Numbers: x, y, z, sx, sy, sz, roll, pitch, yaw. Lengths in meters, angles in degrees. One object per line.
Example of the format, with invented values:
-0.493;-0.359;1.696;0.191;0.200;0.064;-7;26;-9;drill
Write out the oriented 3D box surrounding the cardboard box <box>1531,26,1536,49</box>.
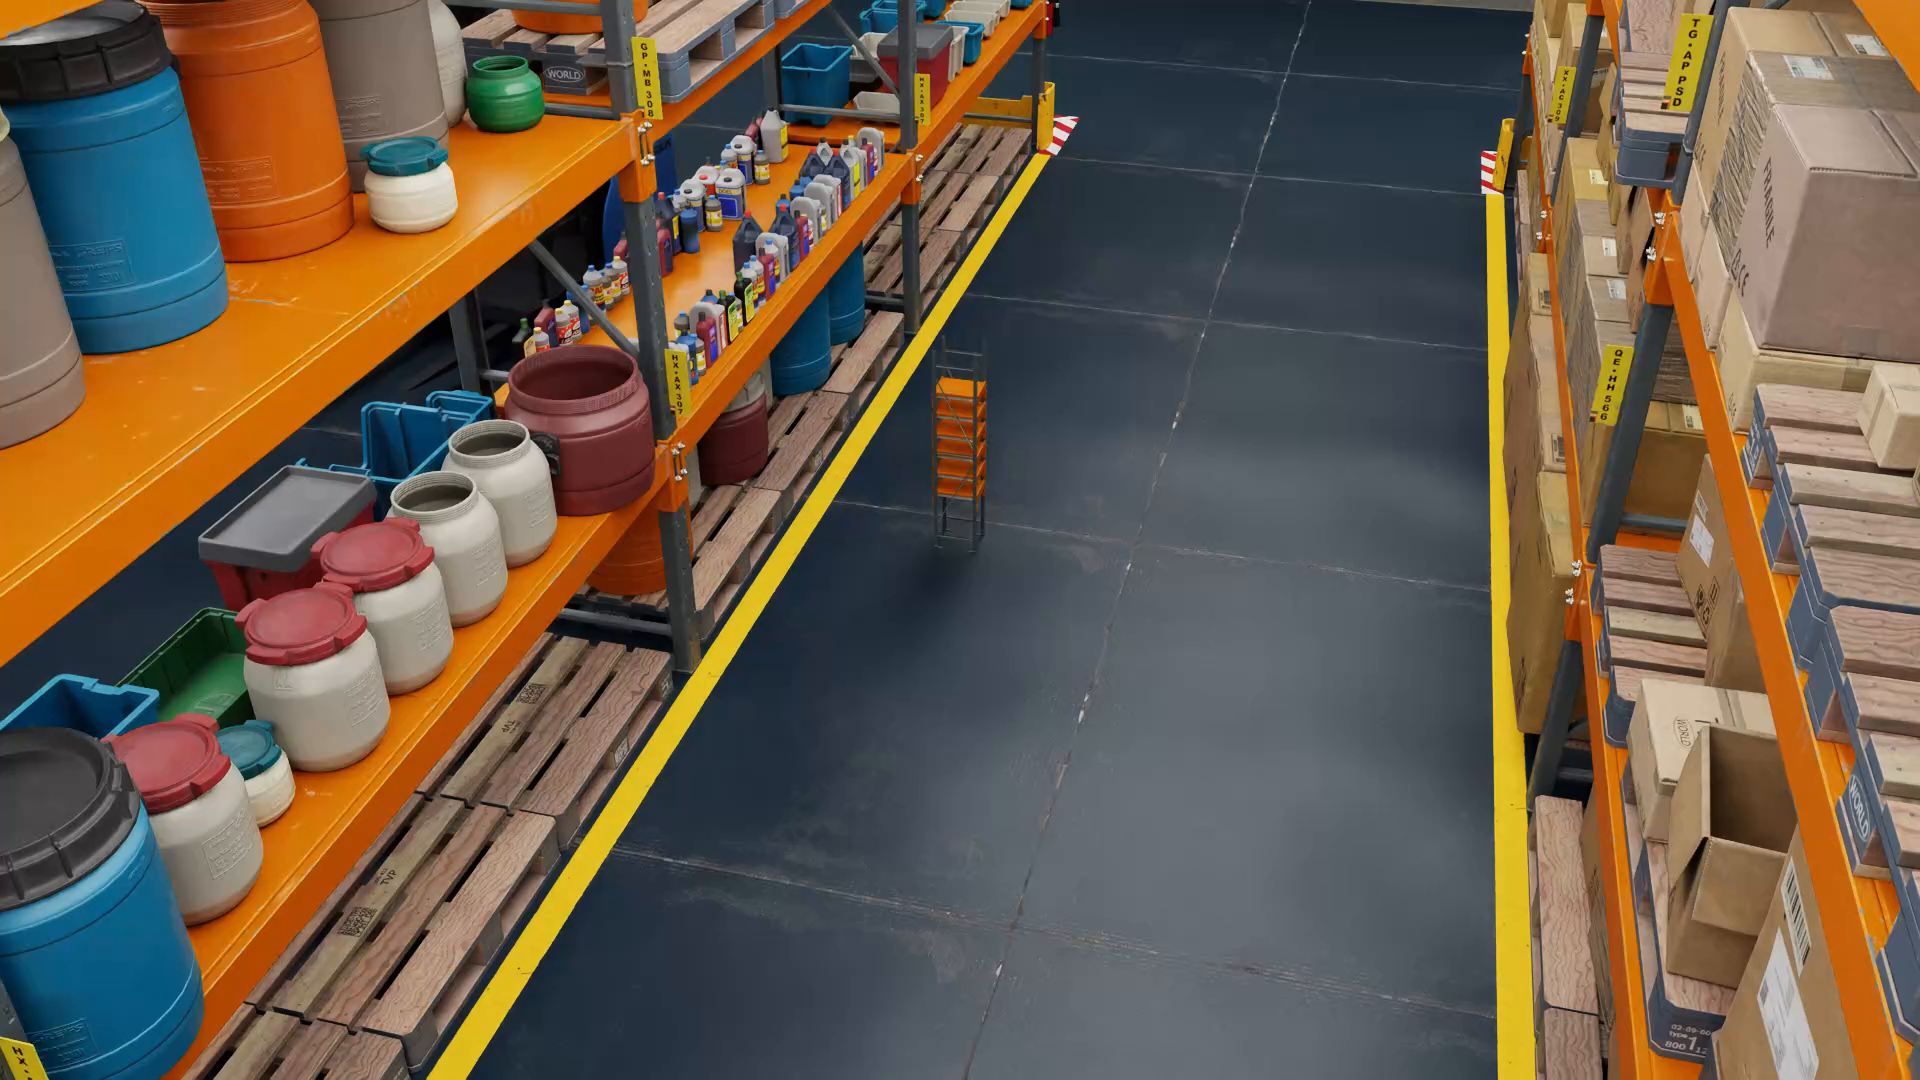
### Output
4.561;-3.796;12.659;0.380;0.149;0.250;8;33;12;cardboard box

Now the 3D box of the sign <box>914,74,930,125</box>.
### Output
-0.240;-2.814;10.623;0.100;0.325;0.005;8;33;12;sign

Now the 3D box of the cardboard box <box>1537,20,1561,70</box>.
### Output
4.395;-3.494;11.812;0.500;0.250;0.500;7;33;11;cardboard box

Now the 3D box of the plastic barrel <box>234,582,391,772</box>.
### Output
-2.161;0.473;5.583;0.433;0.535;0.433;0;32;0;plastic barrel

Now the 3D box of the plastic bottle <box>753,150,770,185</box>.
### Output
-1.225;-2.304;10.263;0.097;0.201;0.097;0;32;0;plastic bottle

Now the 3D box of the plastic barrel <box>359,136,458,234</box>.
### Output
-1.884;-1.213;5.696;0.301;0.262;0.301;0;32;0;plastic barrel

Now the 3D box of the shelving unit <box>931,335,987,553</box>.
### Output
-0.004;-0.499;8.916;0.258;1.200;0.189;8;33;12;shelving unit

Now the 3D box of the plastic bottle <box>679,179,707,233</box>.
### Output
-1.552;-1.932;9.608;0.152;0.276;0.135;8;33;12;plastic bottle

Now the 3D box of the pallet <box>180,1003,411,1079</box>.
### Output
-2.640;2.142;5.684;1.003;0.211;1.213;8;33;12;pallet

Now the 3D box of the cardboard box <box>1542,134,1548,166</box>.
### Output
3.910;-2.463;10.562;0.380;0.149;0.250;7;33;12;cardboard box

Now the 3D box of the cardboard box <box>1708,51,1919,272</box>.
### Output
2.503;-1.071;4.783;0.500;0.500;0.500;8;33;13;cardboard box

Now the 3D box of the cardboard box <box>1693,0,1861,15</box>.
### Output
3.089;-1.836;6.059;0.797;0.503;0.637;10;34;15;cardboard box

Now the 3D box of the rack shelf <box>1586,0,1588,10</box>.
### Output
4.526;-4.099;10.777;1.077;0.370;4.000;8;33;12;rack shelf

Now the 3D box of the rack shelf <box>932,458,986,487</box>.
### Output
-0.004;-0.360;9.005;0.258;0.103;0.180;8;33;12;rack shelf

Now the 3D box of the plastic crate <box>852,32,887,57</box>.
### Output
-0.621;-3.632;12.357;0.293;0.136;0.466;8;33;12;plastic crate

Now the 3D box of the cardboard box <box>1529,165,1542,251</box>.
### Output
4.718;-2.640;12.196;0.875;0.875;0.875;8;33;12;cardboard box

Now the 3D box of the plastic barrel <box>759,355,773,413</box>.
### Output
-1.336;-0.972;9.911;0.421;0.512;0.421;0;32;0;plastic barrel

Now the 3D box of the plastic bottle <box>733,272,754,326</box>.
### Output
-1.110;-1.252;8.532;0.061;0.283;0.133;8;33;12;plastic bottle

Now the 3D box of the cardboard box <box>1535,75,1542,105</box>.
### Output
4.236;-3.131;11.613;0.380;0.149;0.250;7;33;11;cardboard box

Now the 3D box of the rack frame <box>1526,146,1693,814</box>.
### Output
3.004;-0.023;6.491;1.000;3.000;0.127;8;33;12;rack frame

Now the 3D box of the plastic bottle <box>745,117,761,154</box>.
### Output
-1.311;-2.523;10.531;0.061;0.283;0.133;8;33;12;plastic bottle

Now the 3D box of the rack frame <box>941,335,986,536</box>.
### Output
0.020;-0.546;8.991;0.240;1.200;0.006;8;33;12;rack frame

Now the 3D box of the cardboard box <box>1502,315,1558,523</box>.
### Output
3.650;-0.581;8.957;1.225;0.875;0.875;7;33;11;cardboard box

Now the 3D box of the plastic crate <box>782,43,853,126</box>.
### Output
-0.983;-3.081;11.259;0.392;0.384;0.575;8;33;12;plastic crate

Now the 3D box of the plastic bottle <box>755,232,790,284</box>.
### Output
-1.013;-1.545;9.001;0.152;0.276;0.135;8;33;12;plastic bottle

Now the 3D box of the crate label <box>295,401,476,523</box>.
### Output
-2.301;-0.234;6.789;0.502;0.435;0.616;8;33;12;crate label

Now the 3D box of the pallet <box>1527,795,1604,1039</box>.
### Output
2.804;1.559;6.601;1.003;0.211;1.213;8;33;12;pallet

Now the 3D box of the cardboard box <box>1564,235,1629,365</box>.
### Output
3.280;-1.147;8.165;0.500;0.500;0.500;9;33;13;cardboard box

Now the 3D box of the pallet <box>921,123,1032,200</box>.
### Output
-0.004;-3.250;14.165;1.003;0.211;1.213;8;33;12;pallet

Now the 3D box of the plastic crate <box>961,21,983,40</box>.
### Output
0.020;-3.863;12.720;0.298;0.136;0.250;8;33;12;plastic crate

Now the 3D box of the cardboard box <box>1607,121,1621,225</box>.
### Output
3.679;-1.877;8.379;0.797;0.503;0.637;8;33;13;cardboard box

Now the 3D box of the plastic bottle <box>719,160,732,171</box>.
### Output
-1.431;-2.204;10.107;0.097;0.201;0.097;0;32;0;plastic bottle

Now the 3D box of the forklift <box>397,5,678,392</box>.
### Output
-3.130;-2.783;10.895;1.130;2.935;3.031;13;35;20;forklift

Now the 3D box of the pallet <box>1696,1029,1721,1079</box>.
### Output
2.323;1.757;3.870;1.003;0.211;1.213;8;33;12;pallet

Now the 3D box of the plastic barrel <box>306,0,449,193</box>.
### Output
-2.205;-1.778;5.988;0.600;0.901;0.600;0;32;0;plastic barrel

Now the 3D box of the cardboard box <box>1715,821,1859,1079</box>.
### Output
2.326;1.229;3.571;1.000;1.000;1.000;8;33;13;cardboard box

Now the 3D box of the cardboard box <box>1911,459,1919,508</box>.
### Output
2.442;-0.154;3.412;0.797;0.503;0.637;9;34;14;cardboard box

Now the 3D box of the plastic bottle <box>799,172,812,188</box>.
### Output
-0.905;-2.027;9.762;0.097;0.271;0.097;0;32;0;plastic bottle

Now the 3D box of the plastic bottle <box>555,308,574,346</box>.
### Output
-1.992;-1.059;8.305;0.097;0.201;0.097;0;32;0;plastic bottle

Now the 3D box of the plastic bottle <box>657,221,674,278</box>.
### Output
-1.621;-1.586;9.057;0.061;0.283;0.133;8;33;12;plastic bottle

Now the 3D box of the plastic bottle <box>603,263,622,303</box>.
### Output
-1.843;-1.362;8.782;0.097;0.201;0.097;0;32;0;plastic bottle

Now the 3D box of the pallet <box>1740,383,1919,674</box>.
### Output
2.509;0.021;3.800;1.213;0.211;1.003;8;33;12;pallet

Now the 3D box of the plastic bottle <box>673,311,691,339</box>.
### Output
-1.373;-1.042;8.278;0.097;0.201;0.097;0;32;0;plastic bottle

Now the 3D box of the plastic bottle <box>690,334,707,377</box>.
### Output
-1.284;-0.901;8.057;0.097;0.201;0.097;0;32;0;plastic bottle

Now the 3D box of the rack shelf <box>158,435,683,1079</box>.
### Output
-2.295;0.644;6.112;1.077;0.370;4.000;8;33;12;rack shelf

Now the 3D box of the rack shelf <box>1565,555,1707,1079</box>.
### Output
2.496;1.318;5.051;1.077;0.370;4.000;8;33;12;rack shelf

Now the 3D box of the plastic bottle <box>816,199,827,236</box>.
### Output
-0.817;-1.856;9.559;0.097;0.201;0.097;0;32;0;plastic bottle

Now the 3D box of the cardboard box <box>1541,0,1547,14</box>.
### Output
4.524;-4.082;12.038;0.500;0.500;0.500;7;33;11;cardboard box

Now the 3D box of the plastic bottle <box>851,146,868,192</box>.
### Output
-0.652;-2.283;10.161;0.152;0.276;0.135;8;33;12;plastic bottle
